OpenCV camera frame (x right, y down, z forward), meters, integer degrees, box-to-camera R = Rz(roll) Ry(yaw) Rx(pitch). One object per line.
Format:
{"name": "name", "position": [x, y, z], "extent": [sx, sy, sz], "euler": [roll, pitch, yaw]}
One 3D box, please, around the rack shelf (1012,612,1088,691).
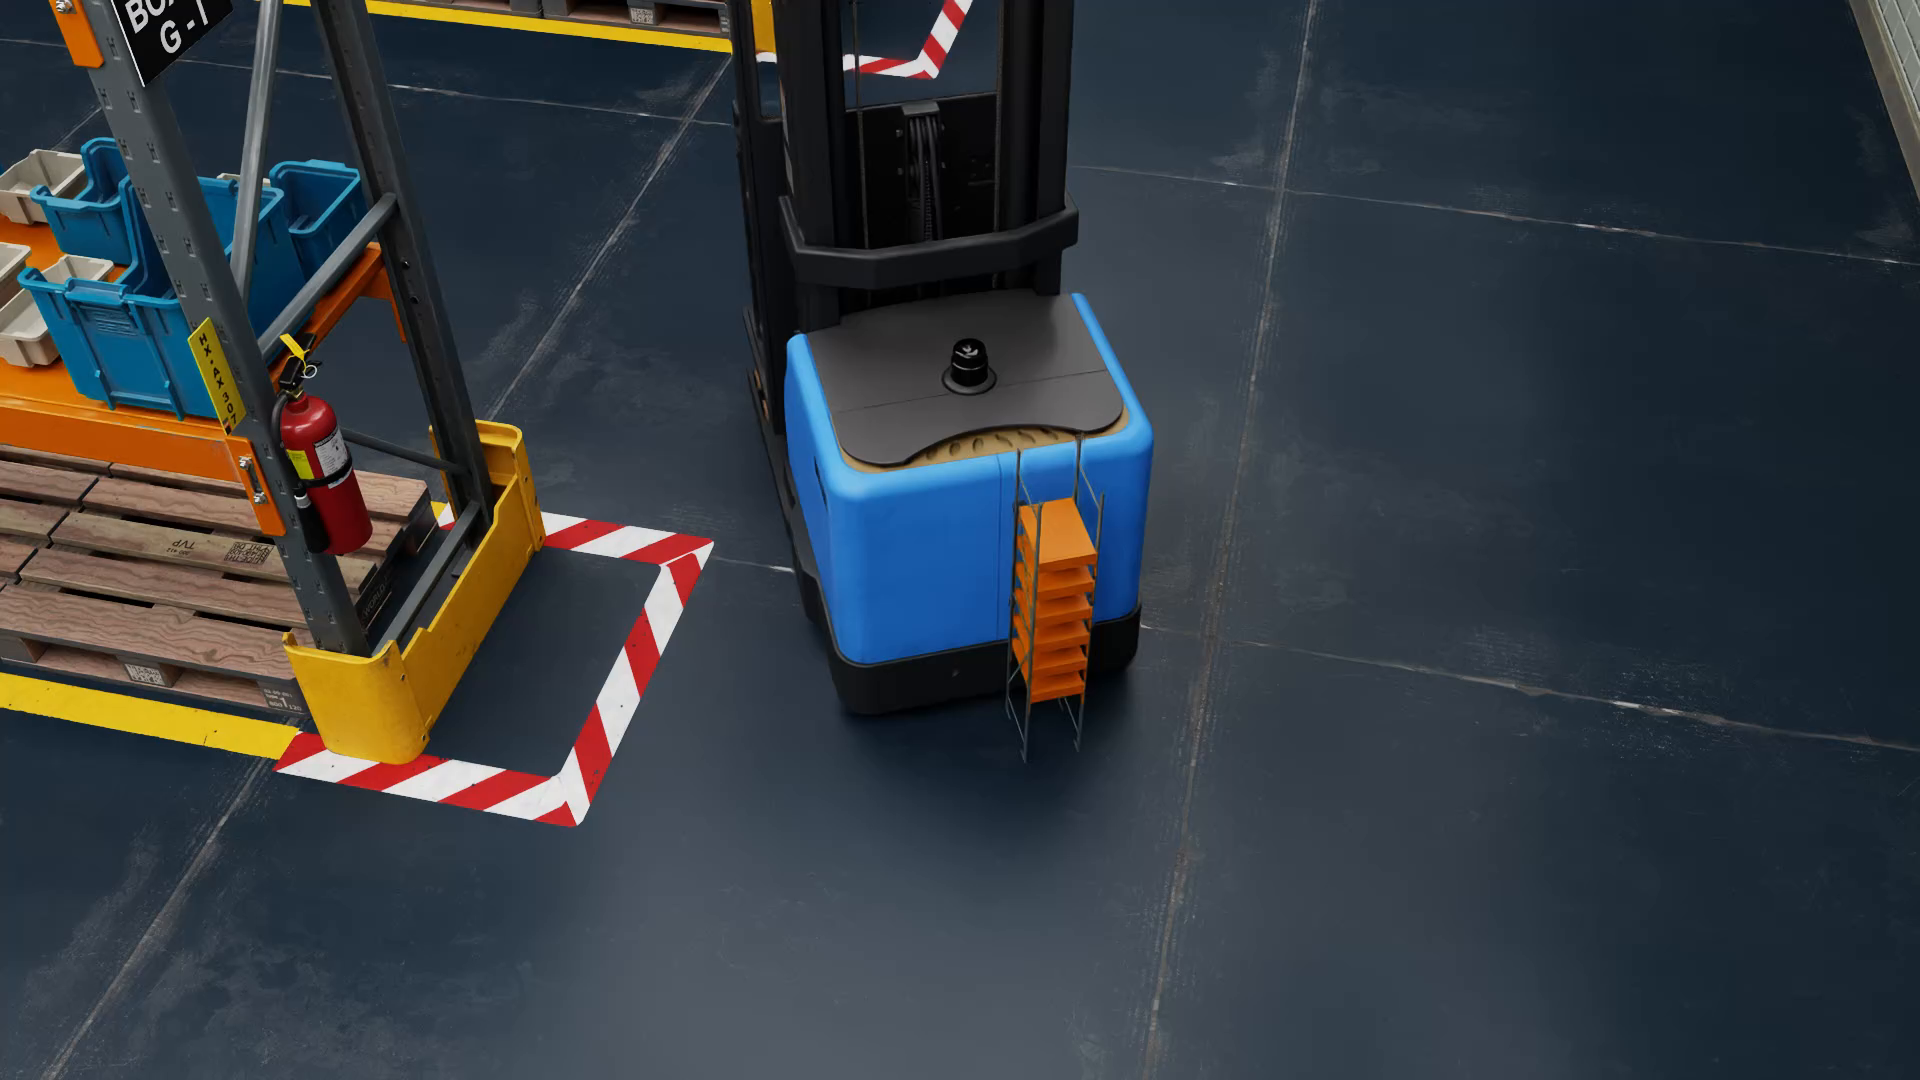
{"name": "rack shelf", "position": [0.278, 0.334, 5.267], "extent": [0.180, 0.103, 0.258], "euler": [-10, 47, -10]}

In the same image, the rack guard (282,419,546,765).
{"name": "rack guard", "position": [-1.840, 0.149, 5.735], "extent": [0.348, 0.500, 1.175], "euler": [9, 45, 9]}

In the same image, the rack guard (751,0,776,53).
{"name": "rack guard", "position": [-0.856, -3.209, 9.224], "extent": [0.348, 0.500, 1.175], "euler": [9, 45, 9]}

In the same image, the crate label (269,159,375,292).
{"name": "crate label", "position": [-2.036, -0.968, 5.171], "extent": [0.303, 0.233, 0.416], "euler": [9, 45, 9]}

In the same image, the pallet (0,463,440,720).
{"name": "pallet", "position": [-2.663, 0.107, 5.987], "extent": [1.213, 0.211, 1.003], "euler": [9, 45, 9]}

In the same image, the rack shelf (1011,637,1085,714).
{"name": "rack shelf", "position": [0.277, 0.418, 5.354], "extent": [0.180, 0.103, 0.258], "euler": [-10, 47, -10]}

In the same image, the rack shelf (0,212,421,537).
{"name": "rack shelf", "position": [-3.818, -0.791, 5.427], "extent": [4.000, 0.370, 1.077], "euler": [9, 45, 9]}

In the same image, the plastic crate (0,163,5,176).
{"name": "plastic crate", "position": [-3.321, -1.168, 5.378], "extent": [0.300, 0.233, 0.416], "euler": [9, 45, 9]}

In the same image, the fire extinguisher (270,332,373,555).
{"name": "fire extinguisher", "position": [-1.819, -0.254, 4.676], "extent": [0.183, 0.674, 0.296], "euler": [9, 45, 9]}

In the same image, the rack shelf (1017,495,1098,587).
{"name": "rack shelf", "position": [0.282, 0.001, 4.922], "extent": [0.180, 0.103, 0.258], "euler": [-10, 47, -10]}

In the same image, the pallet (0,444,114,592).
{"name": "pallet", "position": [-3.850, -0.080, 6.180], "extent": [1.213, 0.211, 1.003], "euler": [9, 45, 9]}

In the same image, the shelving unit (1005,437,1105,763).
{"name": "shelving unit", "position": [0.280, 0.220, 5.149], "extent": [0.189, 1.200, 0.258], "euler": [-10, 47, -10]}

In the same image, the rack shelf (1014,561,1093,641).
{"name": "rack shelf", "position": [0.280, 0.168, 5.095], "extent": [0.180, 0.103, 0.258], "euler": [-10, 47, -10]}

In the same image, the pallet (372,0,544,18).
{"name": "pallet", "position": [-2.821, -3.412, 9.642], "extent": [1.213, 0.211, 1.003], "euler": [9, 45, 9]}

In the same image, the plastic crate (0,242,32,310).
{"name": "plastic crate", "position": [-2.982, -0.728, 4.990], "extent": [0.243, 0.136, 0.396], "euler": [9, 45, 9]}

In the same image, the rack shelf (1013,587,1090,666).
{"name": "rack shelf", "position": [0.279, 0.251, 5.181], "extent": [0.180, 0.103, 0.258], "euler": [-10, 47, -10]}

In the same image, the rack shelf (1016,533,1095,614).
{"name": "rack shelf", "position": [0.281, 0.084, 5.009], "extent": [0.180, 0.103, 0.258], "euler": [-10, 47, -10]}

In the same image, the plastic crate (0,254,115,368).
{"name": "plastic crate", "position": [-2.702, -0.674, 4.935], "extent": [0.243, 0.136, 0.396], "euler": [9, 45, 9]}

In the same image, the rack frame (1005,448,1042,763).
{"name": "rack frame", "position": [0.191, 0.236, 5.133], "extent": [0.006, 1.200, 0.240], "euler": [-10, 47, -10]}

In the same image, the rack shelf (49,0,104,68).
{"name": "rack shelf", "position": [-3.818, -1.871, 4.387], "extent": [4.000, 0.370, 1.077], "euler": [9, 45, 9]}

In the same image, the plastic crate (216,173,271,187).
{"name": "plastic crate", "position": [-2.331, -1.038, 5.313], "extent": [0.298, 0.136, 0.250], "euler": [9, 45, 9]}

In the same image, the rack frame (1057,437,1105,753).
{"name": "rack frame", "position": [0.368, 0.204, 5.165], "extent": [0.006, 1.200, 0.240], "euler": [-10, 47, -10]}

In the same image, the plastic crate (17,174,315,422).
{"name": "plastic crate", "position": [-2.234, -0.706, 4.751], "extent": [0.499, 0.435, 0.616], "euler": [9, 45, 9]}

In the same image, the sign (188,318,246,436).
{"name": "sign", "position": [-1.971, -0.431, 4.417], "extent": [0.005, 0.325, 0.100], "euler": [9, 45, 9]}

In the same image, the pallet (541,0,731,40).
{"name": "pallet", "position": [-1.634, -3.225, 9.449], "extent": [1.213, 0.211, 1.003], "euler": [9, 45, 9]}

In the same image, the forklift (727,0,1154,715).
{"name": "forklift", "position": [-0.242, -1.512, 5.708], "extent": [1.130, 2.935, 3.031], "euler": [-10, 45, -10]}

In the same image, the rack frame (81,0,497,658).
{"name": "rack frame", "position": [-1.867, -0.747, 4.863], "extent": [0.127, 3.000, 1.000], "euler": [9, 45, 9]}

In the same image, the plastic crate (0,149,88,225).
{"name": "plastic crate", "position": [-2.993, -1.141, 5.419], "extent": [0.298, 0.136, 0.250], "euler": [9, 45, 9]}

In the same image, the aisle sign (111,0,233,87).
{"name": "aisle sign", "position": [-1.860, -1.474, 3.744], "extent": [0.004, 0.787, 0.394], "euler": [9, 45, 9]}

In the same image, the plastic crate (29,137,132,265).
{"name": "plastic crate", "position": [-2.678, -1.068, 5.274], "extent": [0.300, 0.233, 0.416], "euler": [9, 45, 9]}
